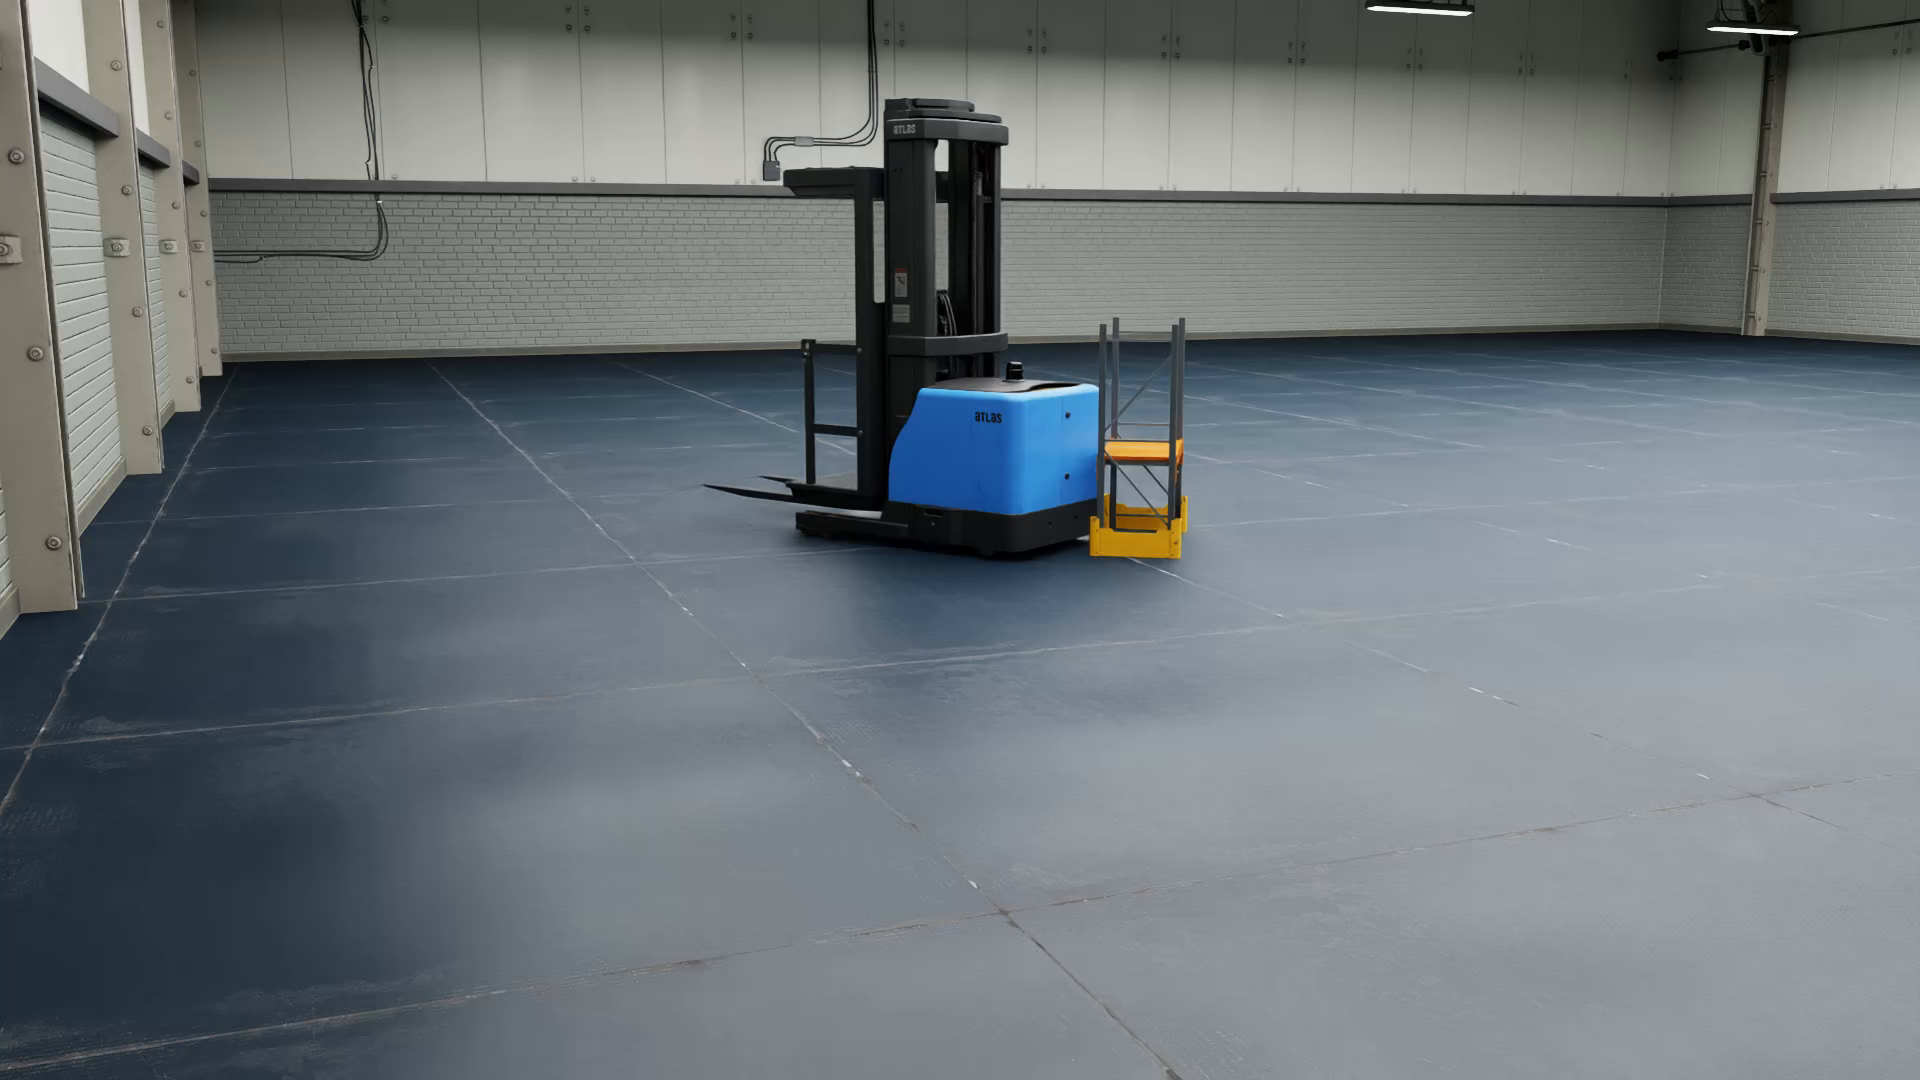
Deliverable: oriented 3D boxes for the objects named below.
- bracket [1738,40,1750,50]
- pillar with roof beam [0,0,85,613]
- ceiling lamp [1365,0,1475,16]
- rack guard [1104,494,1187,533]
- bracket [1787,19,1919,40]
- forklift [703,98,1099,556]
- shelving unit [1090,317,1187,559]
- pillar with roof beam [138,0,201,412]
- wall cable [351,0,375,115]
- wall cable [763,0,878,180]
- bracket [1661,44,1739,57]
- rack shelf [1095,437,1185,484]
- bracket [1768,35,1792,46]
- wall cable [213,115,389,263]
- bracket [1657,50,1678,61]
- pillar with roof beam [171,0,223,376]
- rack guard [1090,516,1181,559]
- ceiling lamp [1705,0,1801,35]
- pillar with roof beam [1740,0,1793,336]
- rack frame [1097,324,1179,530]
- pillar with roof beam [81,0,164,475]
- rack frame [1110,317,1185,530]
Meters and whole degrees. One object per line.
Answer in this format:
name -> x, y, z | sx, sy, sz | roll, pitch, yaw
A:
bracket -> 17.225, -10.821, 36.278 | 0.235, 0.232, 0.430 | -4, 11, -21
pillar with roof beam -> -1.117, -4.339, 10.120 | 9.100, 9.000, 0.400 | -4, 11, -21
ceiling lamp -> 7.642, -10.466, 27.894 | 2.000, 3.185, 0.800 | -4, 11, -21
rack guard -> 1.310, -0.190, 11.775 | 0.587, 0.250, 0.087 | 2, 10, 10
bracket -> 18.460, -10.265, 33.152 | 0.076, 0.066, 4.783 | -4, 11, -21
forklift -> -0.525, -1.522, 11.606 | 3.031, 2.935, 1.130 | 8, 13, 37
shelving unit -> 1.225, -0.720, 11.183 | 0.587, 1.500, 1.083 | 2, 10, 10
pillar with roof beam -> -5.466, -6.298, 21.131 | 9.100, 9.000, 0.400 | -4, 11, -21
wall cable -> -8.966, -8.698, 29.071 | 3.097, 2.526, 0.112 | -4, 11, -21
wall cable -> -2.634, -9.843, 31.351 | 2.305, 6.003, 0.169 | -4, 11, -21
bracket -> 16.580, -11.111, 37.911 | 0.076, 0.066, 3.189 | -4, 11, -21
rack shelf -> 1.226, -0.544, 11.223 | 0.538, 0.185, 1.000 | 2, 10, 10
bracket -> 17.526, -10.685, 35.517 | 0.235, 0.232, 0.430 | -4, 11, -21
wall cable -> -11.488, -6.040, 28.548 | 3.097, 2.526, 0.112 | -4, 11, -21
bracket -> 16.366, -11.207, 38.453 | 0.235, 0.232, 0.430 | -4, 11, -21
pillar with roof beam -> -7.640, -7.277, 26.637 | 9.100, 9.000, 0.548 | -4, 11, -21
rack guard -> 1.139, -0.018, 10.809 | 0.587, 0.250, 0.087 | 2, 10, 10
ceiling lamp -> 14.483, -10.932, 30.513 | 2.000, 3.185, 0.800 | -4, 11, -21
pillar with roof beam -> 13.694, -8.730, 34.803 | 9.100, 9.000, 0.548 | -4, 11, -21
rack frame -> 1.139, -0.633, 10.698 | 0.500, 1.500, 0.032 | 2, 10, 10
pillar with roof beam -> -3.292, -5.319, 15.625 | 9.100, 9.000, 0.400 | -4, 11, -21
rack frame -> 1.314, -0.809, 11.684 | 0.500, 1.500, 0.032 | 2, 10, 10
